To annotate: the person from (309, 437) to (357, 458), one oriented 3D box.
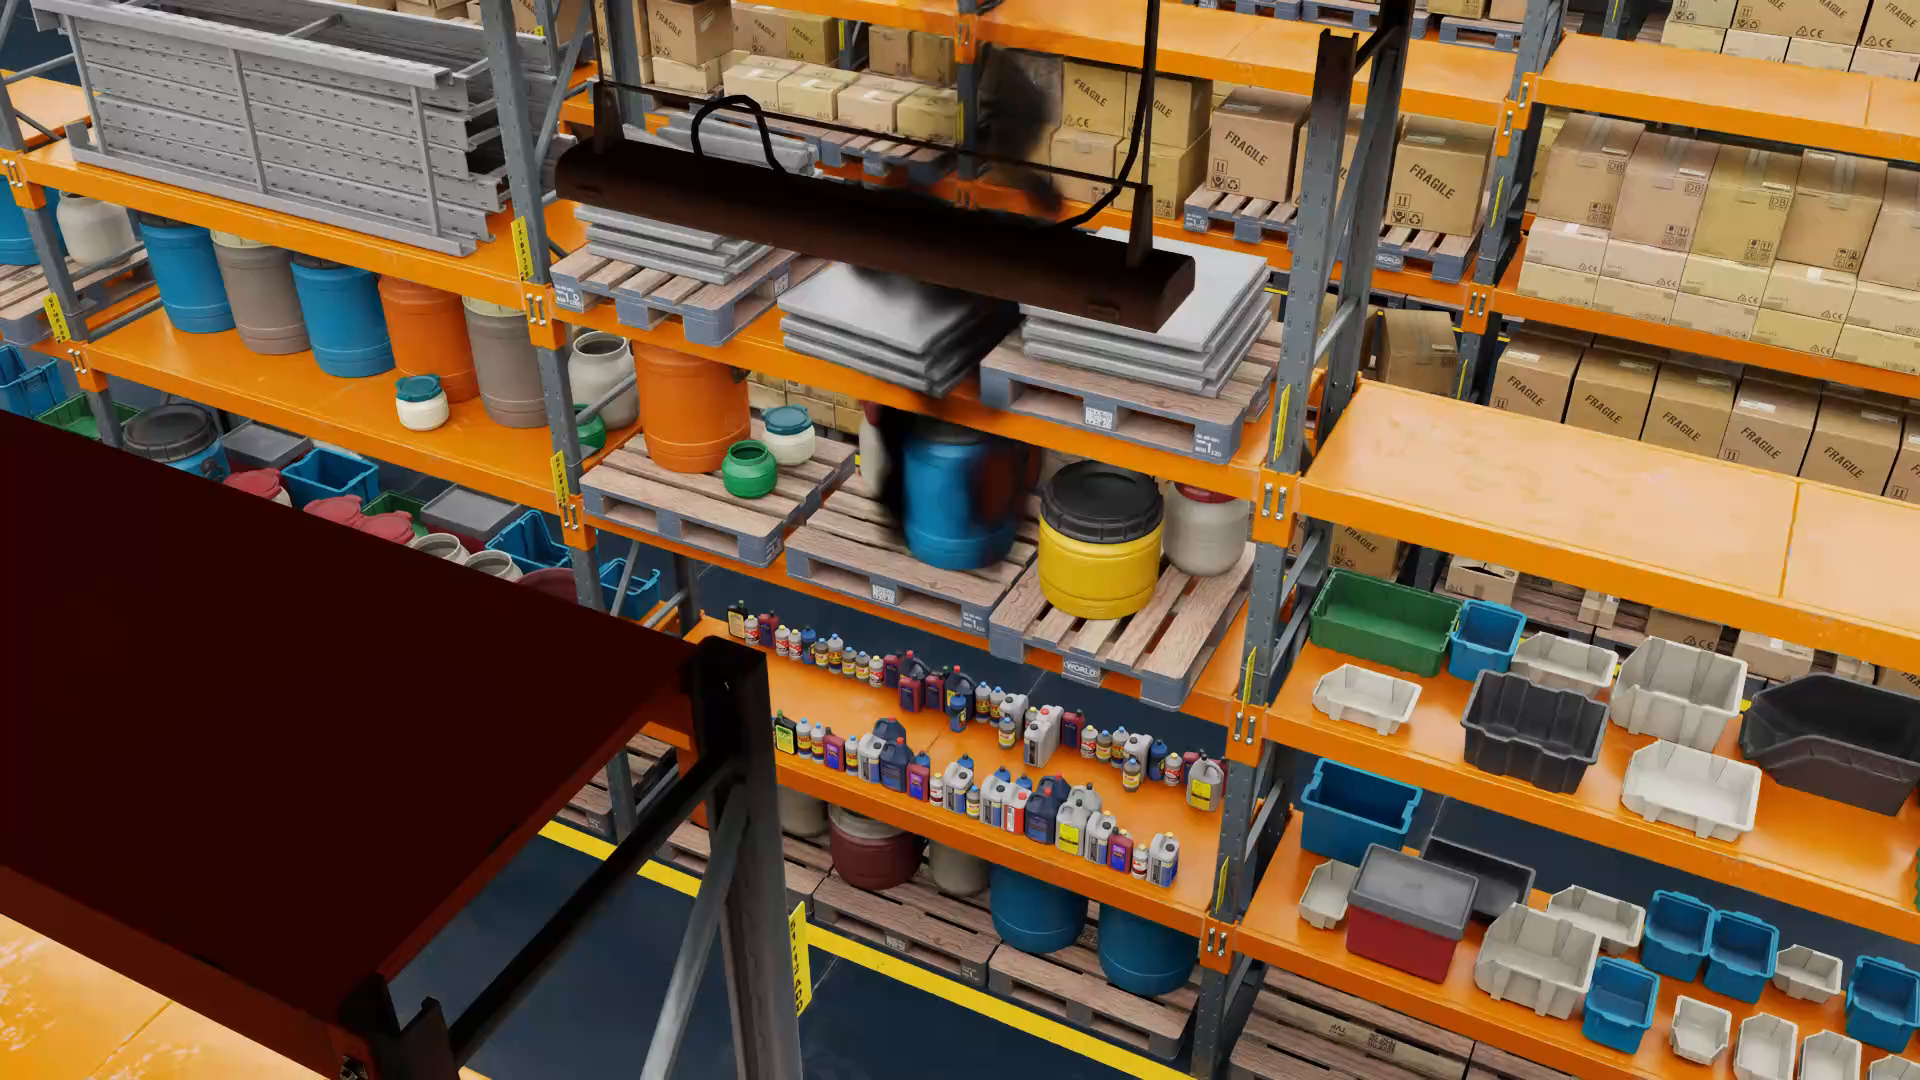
[{"bbox_3d":[-5.704,-1.270,14.215,0.969,1.614,0.561,7,36,9],"label":"person"}]
